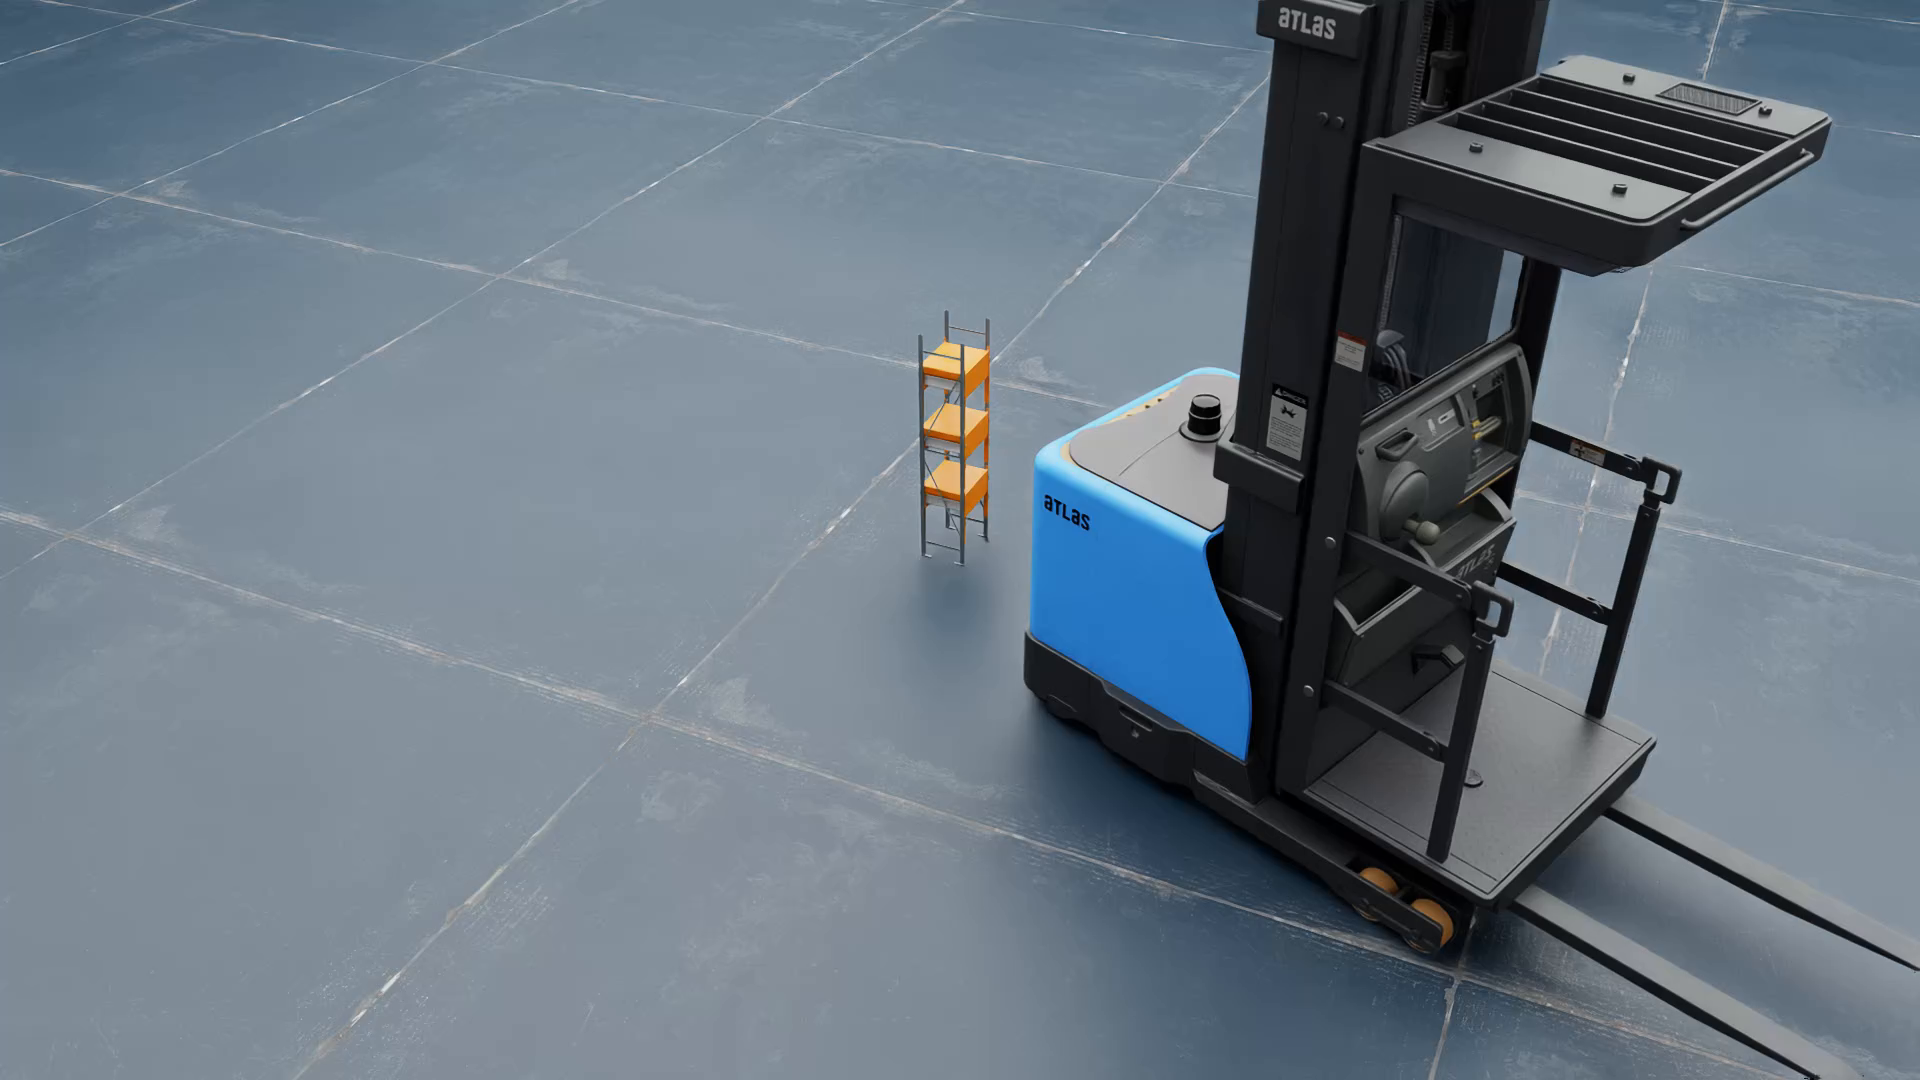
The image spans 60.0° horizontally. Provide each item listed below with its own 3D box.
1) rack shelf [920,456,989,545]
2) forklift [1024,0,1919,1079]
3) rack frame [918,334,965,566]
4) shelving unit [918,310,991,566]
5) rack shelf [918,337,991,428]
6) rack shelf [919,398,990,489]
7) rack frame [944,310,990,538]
[{"bbox_3d":[-0.022,-0.171,7.080,0.215,0.259,0.240,14,36,20],"label":"rack shelf"},{"bbox_3d":[1.632,-0.244,4.949,1.130,2.935,3.031,-28,43,-36],"label":"forklift"},{"bbox_3d":[-0.073,-0.352,6.829,0.200,1.050,0.008,14,36,20],"label":"rack frame"},{"bbox_3d":[-0.022,-0.412,6.921,0.215,1.050,0.252,14,36,20],"label":"shelving unit"},{"bbox_3d":[-0.022,-0.641,6.772,0.215,0.259,0.240,14,36,20],"label":"rack shelf"},{"bbox_3d":[-0.022,-0.404,6.927,0.215,0.259,0.240,14,36,20],"label":"rack shelf"},{"bbox_3d":[0.029,-0.473,7.014,0.200,1.050,0.008,14,36,20],"label":"rack frame"}]
